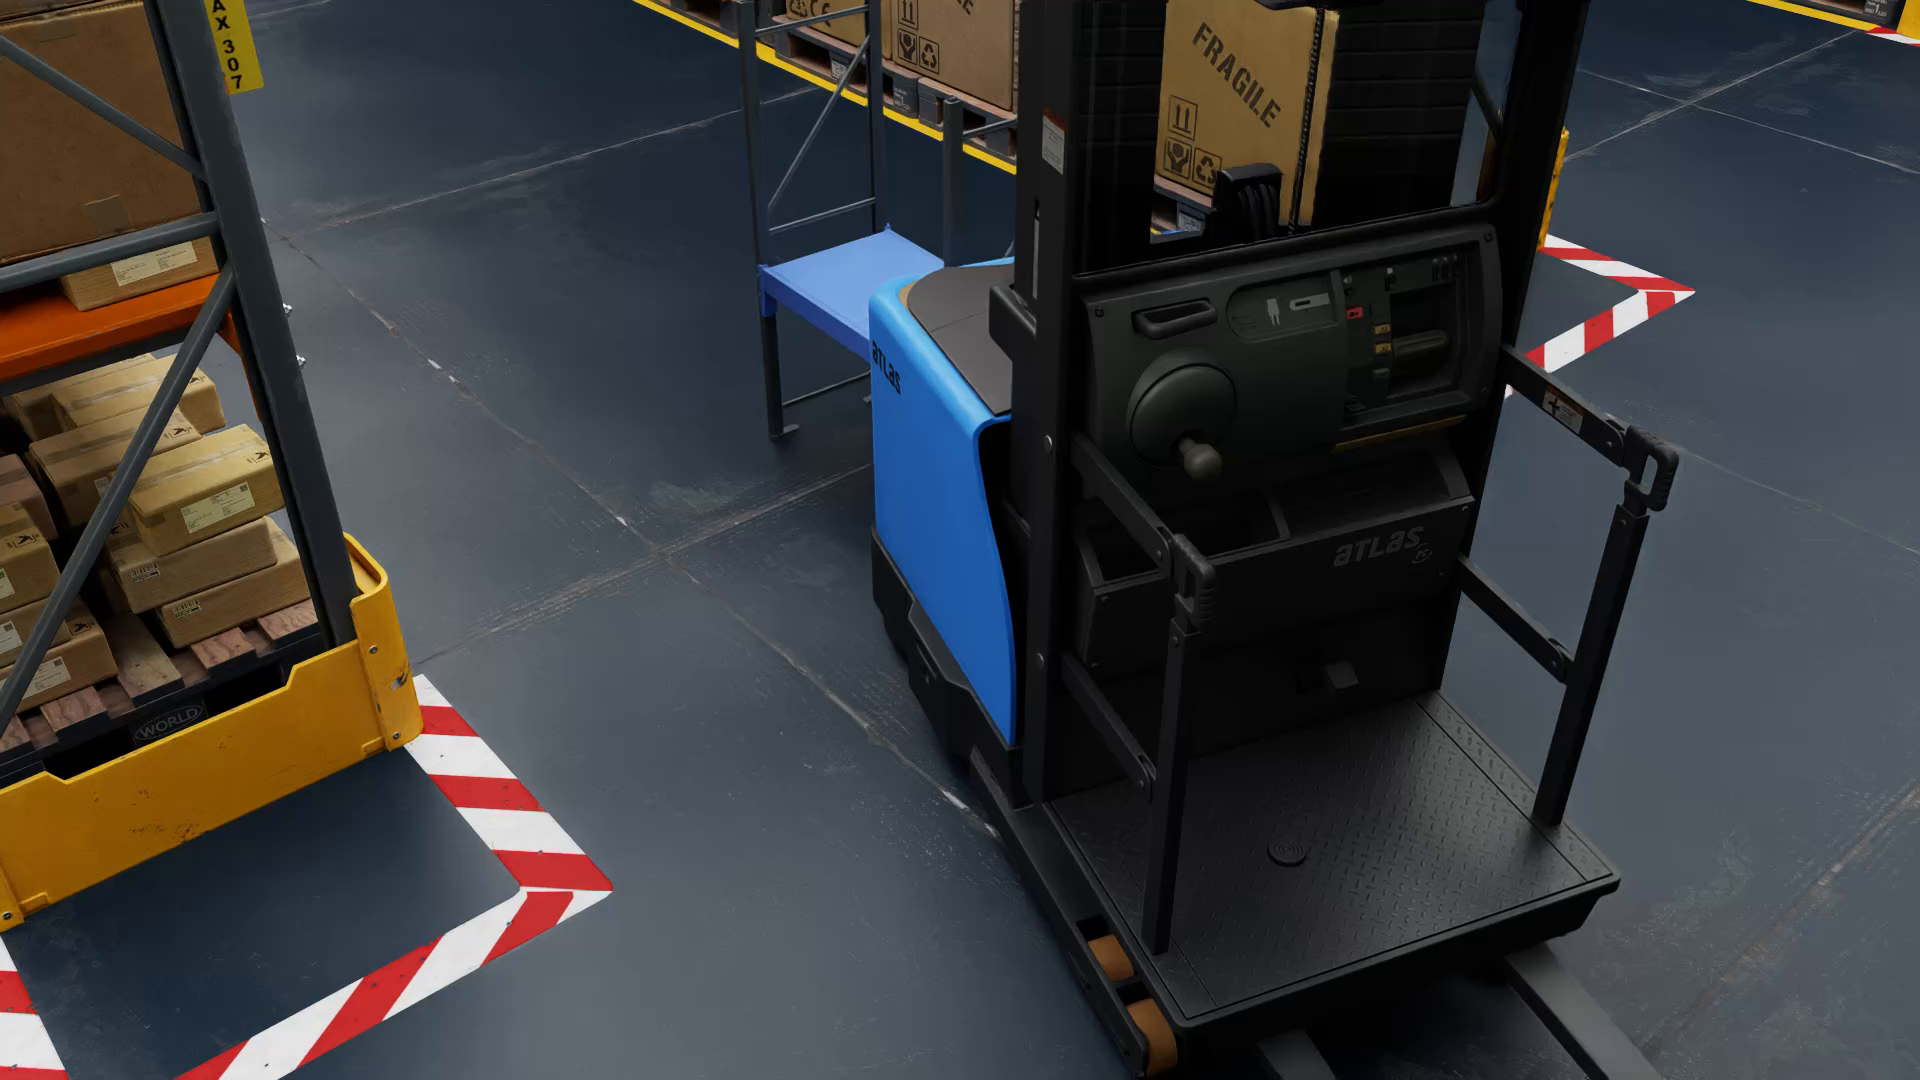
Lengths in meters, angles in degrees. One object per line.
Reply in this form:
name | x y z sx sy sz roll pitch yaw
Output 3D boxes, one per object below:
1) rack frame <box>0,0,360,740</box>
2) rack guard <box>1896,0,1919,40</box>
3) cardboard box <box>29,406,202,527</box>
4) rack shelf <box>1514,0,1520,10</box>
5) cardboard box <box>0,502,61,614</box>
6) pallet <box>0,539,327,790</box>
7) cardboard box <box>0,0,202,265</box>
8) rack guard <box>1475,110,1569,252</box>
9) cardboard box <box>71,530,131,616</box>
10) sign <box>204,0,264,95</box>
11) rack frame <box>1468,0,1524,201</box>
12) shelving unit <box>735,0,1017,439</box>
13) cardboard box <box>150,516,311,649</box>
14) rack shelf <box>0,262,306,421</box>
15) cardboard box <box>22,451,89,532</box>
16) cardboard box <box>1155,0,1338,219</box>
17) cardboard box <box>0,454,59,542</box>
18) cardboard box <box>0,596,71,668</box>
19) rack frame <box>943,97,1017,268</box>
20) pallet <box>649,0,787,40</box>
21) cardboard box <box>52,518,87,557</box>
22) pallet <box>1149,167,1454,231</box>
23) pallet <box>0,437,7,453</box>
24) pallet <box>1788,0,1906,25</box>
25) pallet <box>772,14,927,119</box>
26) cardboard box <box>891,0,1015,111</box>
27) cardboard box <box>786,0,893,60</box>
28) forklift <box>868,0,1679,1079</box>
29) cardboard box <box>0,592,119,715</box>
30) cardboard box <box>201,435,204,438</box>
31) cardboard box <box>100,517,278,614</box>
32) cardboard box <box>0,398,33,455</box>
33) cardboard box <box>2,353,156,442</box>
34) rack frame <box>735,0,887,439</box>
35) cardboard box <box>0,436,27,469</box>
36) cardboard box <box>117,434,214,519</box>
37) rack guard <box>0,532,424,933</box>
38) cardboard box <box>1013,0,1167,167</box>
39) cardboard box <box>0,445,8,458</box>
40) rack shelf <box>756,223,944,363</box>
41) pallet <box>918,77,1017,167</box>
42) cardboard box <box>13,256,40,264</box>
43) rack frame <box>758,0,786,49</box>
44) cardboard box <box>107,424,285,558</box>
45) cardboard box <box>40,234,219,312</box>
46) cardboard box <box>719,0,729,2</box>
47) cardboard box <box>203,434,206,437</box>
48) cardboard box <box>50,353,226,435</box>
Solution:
rack frame | -1.941 -0.528 3.401 1.000 3.000 0.127 -26 43 -32
rack guard | 5.722 -3.155 9.272 1.175 0.500 0.348 -26 43 -32
cardboard box | -2.289 -0.214 4.545 0.380 0.149 0.250 -25 42 -31
rack shelf | 0.622 -2.923 7.404 1.077 0.370 4.000 -26 43 -32
cardboard box | -2.476 0.082 4.128 0.380 0.149 0.250 -25 43 -31
pallet | -2.487 0.204 4.779 1.003 0.211 1.213 -26 43 -32
cardboard box | -2.020 -0.992 3.711 0.500 0.500 0.500 -24 42 -30
rack guard | 1.929 -1.303 6.657 1.175 0.500 0.348 -26 43 -32
cardboard box | -2.266 0.028 4.718 0.380 0.149 0.250 -26 43 -32
sign | -1.527 -1.084 3.436 0.100 0.325 0.005 -26 43 -32
rack frame | 1.913 -2.334 5.950 1.000 3.000 0.127 -26 43 -32
shelving unit | -0.145 -0.822 5.113 0.538 1.500 1.048 -24 42 -30
cardboard box | -2.035 0.113 4.598 0.380 0.149 0.250 -25 42 -31
rack shelf | -3.232 -1.118 4.855 1.077 0.370 4.000 -26 43 -32
cardboard box | -2.442 -0.202 4.785 0.380 0.149 0.250 -25 43 -31
cardboard box | 1.439 -1.891 6.799 0.875 0.875 0.875 -26 43 -32
cardboard box | -2.595 -0.051 4.315 0.380 0.149 0.250 -25 42 -31
cardboard box | -2.500 0.216 4.196 0.380 0.149 0.250 -27 44 -33
rack frame | 0.163 -0.588 4.783 0.500 1.500 0.032 -24 42 -30
pallet | -1.224 -3.274 9.691 1.003 0.211 1.213 -26 43 -32
cardboard box | -2.432 -0.079 4.870 0.380 0.149 0.250 -26 43 -31
pallet | 1.337 -1.519 7.213 1.003 0.211 1.213 -26 43 -32
pallet | -3.270 -0.334 5.539 1.003 0.211 1.213 -26 43 -32
pallet | 5.194 -3.422 9.899 1.003 0.211 1.213 -26 43 -32
pallet | -0.237 -2.597 8.734 1.003 0.211 1.213 -26 43 -32
cardboard box | 0.277 -2.685 7.921 0.875 0.875 0.875 -26 43 -32
cardboard box | -0.303 -3.083 8.482 0.875 0.875 0.875 -26 43 -32
forklift | 0.762 -0.312 3.155 1.130 2.935 3.031 -13 37 -18
cardboard box | -2.440 0.309 4.322 0.380 0.149 0.250 -25 42 -31
cardboard box | -2.525 -0.355 5.003 0.380 0.149 0.250 -25 42 -30
cardboard box | -2.083 0.015 4.479 0.380 0.149 0.250 -24 42 -30
cardboard box | -2.769 -0.437 5.118 0.380 0.149 0.250 -28 44 -34
cardboard box | -2.577 -0.452 4.881 0.380 0.149 0.250 -28 44 -34
rack frame | -0.454 -1.055 5.442 0.500 1.500 0.032 -24 42 -30
cardboard box | -2.750 -0.310 5.196 0.380 0.149 0.250 -26 43 -32
cardboard box | -2.217 -0.127 4.679 0.380 0.149 0.250 -26 43 -32
rack guard | -1.990 0.458 4.170 1.175 0.500 0.348 -26 43 -32
cardboard box | 0.852 -2.292 7.367 0.875 0.875 0.875 -26 43 -32
cardboard box | -2.931 -0.170 4.741 0.380 0.149 0.250 -27 43 -32
rack shelf | -0.145 -0.675 5.217 0.538 0.185 1.000 -24 42 -30
pallet | 0.554 -2.058 7.973 1.003 0.211 1.213 -26 43 -32
cardboard box | -2.096 -0.788 3.985 0.380 0.149 0.250 -24 42 -30
rack frame | -0.668 -4.100 8.443 1.000 3.000 0.127 -26 43 -32
cardboard box | -2.020 -0.137 4.437 0.380 0.149 0.250 -28 44 -34
cardboard box | -1.900 -0.691 3.848 0.380 0.149 0.250 -26 43 -32
cardboard box | -1.096 -3.679 9.324 1.225 0.875 0.875 -26 43 -32
cardboard box | -2.513 -0.233 5.087 0.380 0.149 0.250 -25 43 -31
cardboard box | -2.354 -0.373 4.770 0.380 0.149 0.250 -26 43 -32
